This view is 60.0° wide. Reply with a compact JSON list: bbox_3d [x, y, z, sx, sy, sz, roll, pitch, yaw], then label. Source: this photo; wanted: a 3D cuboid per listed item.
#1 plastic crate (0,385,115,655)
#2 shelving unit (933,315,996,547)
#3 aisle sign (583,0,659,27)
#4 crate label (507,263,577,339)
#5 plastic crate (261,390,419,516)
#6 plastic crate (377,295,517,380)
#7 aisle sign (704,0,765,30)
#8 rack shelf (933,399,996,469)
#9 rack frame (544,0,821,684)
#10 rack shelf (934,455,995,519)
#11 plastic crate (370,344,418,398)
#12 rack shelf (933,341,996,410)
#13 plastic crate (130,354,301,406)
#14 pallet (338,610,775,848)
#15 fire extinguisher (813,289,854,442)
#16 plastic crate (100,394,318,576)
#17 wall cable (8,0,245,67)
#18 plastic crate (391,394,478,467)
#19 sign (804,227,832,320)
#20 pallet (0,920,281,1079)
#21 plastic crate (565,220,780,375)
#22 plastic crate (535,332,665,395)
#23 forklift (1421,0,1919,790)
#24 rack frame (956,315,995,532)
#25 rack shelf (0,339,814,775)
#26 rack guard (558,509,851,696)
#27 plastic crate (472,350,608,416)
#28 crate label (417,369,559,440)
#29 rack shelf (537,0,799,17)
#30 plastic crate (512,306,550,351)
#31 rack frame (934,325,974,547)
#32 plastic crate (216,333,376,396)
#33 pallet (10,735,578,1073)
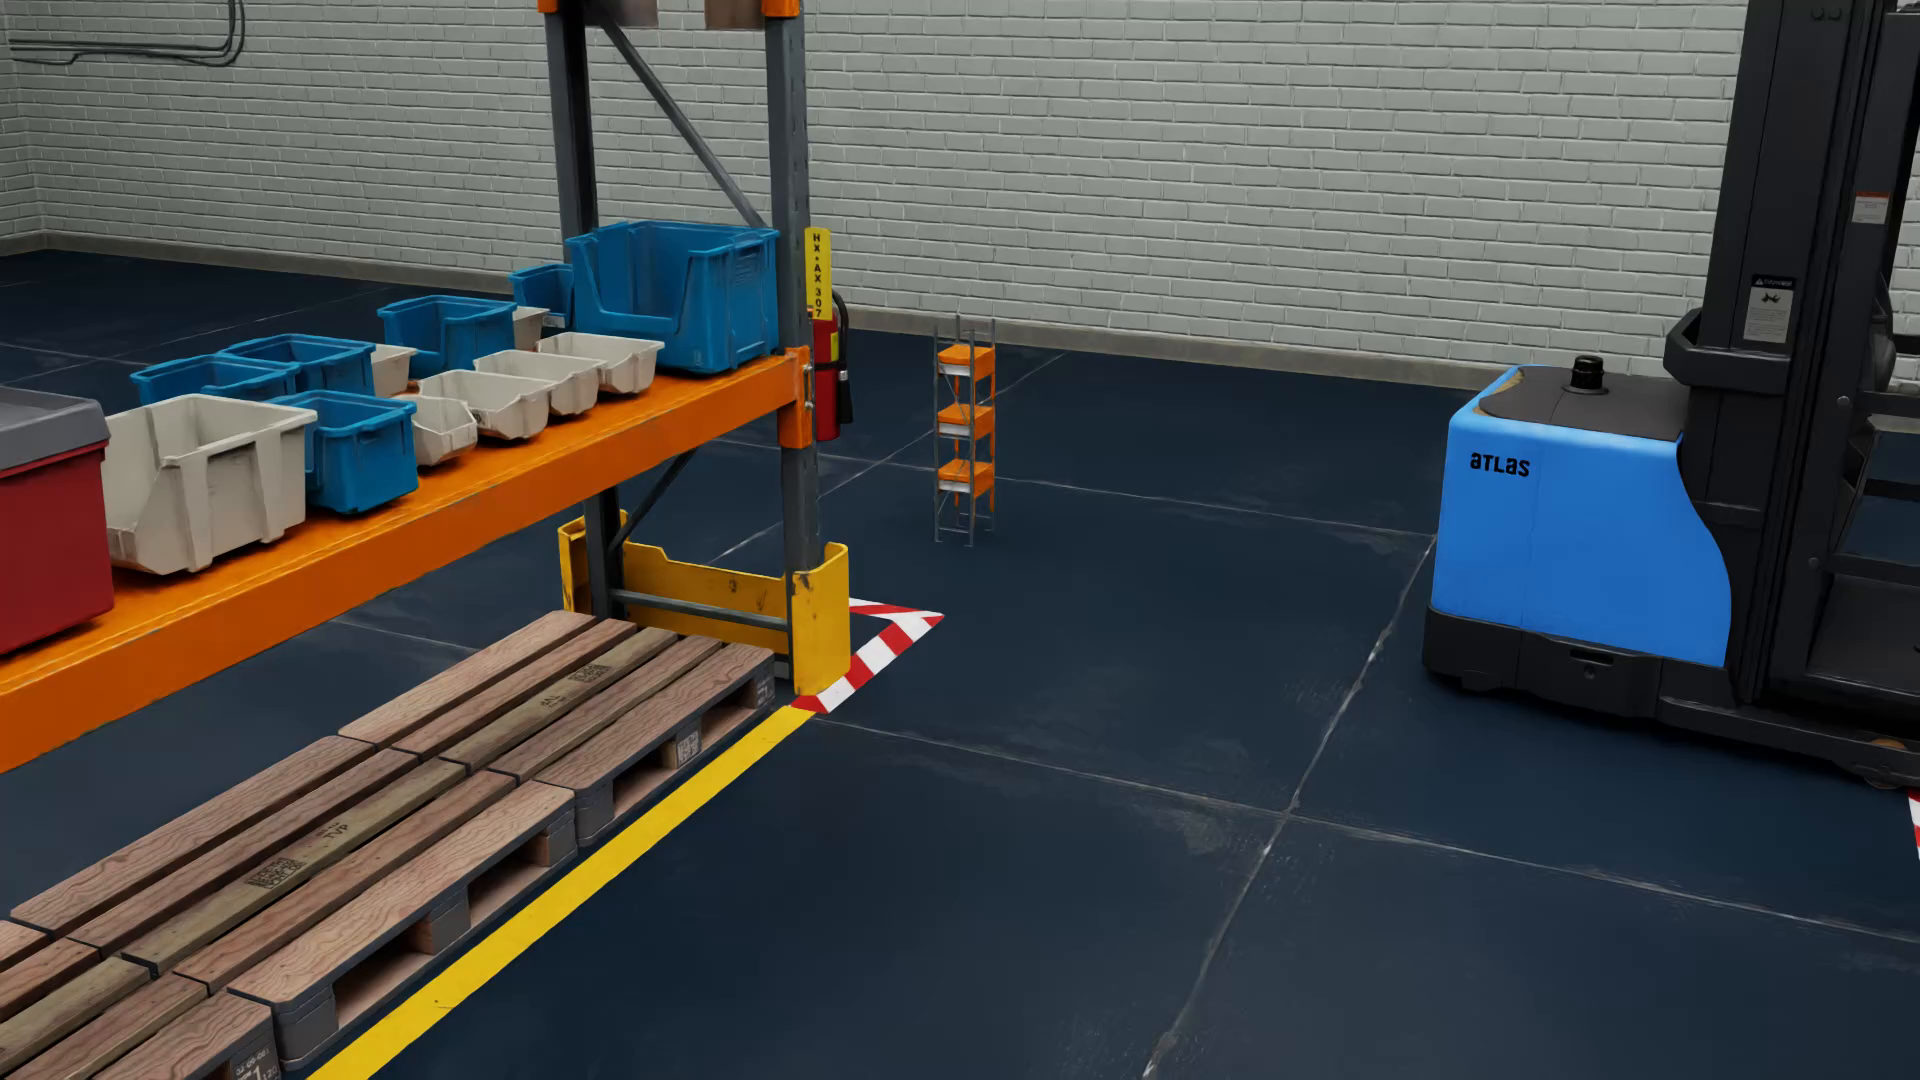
[{"bbox_3d":[-2.054,-0.012,3.342,0.402,0.464,0.583,9,21,23],"label":"plastic crate"},{"bbox_3d":[0.022,-0.511,7.839,0.215,1.050,0.252,9,21,23],"label":"shelving unit"},{"bbox_3d":[-1.252,-2.226,5.871,0.394,0.787,0.004,9,21,23],"label":"aisle sign"},{"bbox_3d":[-1.412,-0.857,6.063,0.416,0.233,0.303,9,21,23],"label":"crate label"},{"bbox_3d":[-1.618,-0.225,4.284,0.416,0.233,0.300,9,21,23],"label":"plastic crate"},{"bbox_3d":[-1.682,-0.656,5.497,0.416,0.233,0.300,9,21,23],"label":"plastic crate"},{"bbox_3d":[-0.714,-2.145,5.644,0.394,0.787,0.004,9,21,23],"label":"aisle sign"},{"bbox_3d":[0.022,-0.501,7.842,0.215,0.259,0.240,9,21,23],"label":"rack shelf"},{"bbox_3d":[-1.011,-0.938,6.130,1.000,3.000,0.127,9,21,23],"label":"rack frame"},{"bbox_3d":[0.022,-0.239,7.936,0.215,0.259,0.240,9,21,23],"label":"rack shelf"},{"bbox_3d":[-1.897,-0.518,5.252,0.250,0.136,0.298,9,21,23],"label":"plastic crate"},{"bbox_3d":[0.022,-0.768,7.747,0.215,0.259,0.240,9,21,23],"label":"rack shelf"},{"bbox_3d":[-2.074,-0.363,4.673,0.416,0.233,0.300,9,21,23],"label":"plastic crate"},{"bbox_3d":[-1.384,0.622,5.904,1.003,0.211,1.213,9,21,23],"label":"pallet"},{"bbox_3d":[-0.534,-0.710,6.160,0.296,0.674,0.183,9,21,23],"label":"fire extinguisher"},{"bbox_3d":[-1.855,-0.129,3.943,0.437,0.282,0.530,9,21,23],"label":"plastic crate"},{"bbox_3d":[-7.407,-5.341,14.192,3.097,2.526,0.112,9,21,23],"label":"wall cable"},{"bbox_3d":[-1.507,-0.300,4.640,0.298,0.136,0.250,9,21,23],"label":"plastic crate"},{"bbox_3d":[-0.502,-0.945,5.905,0.100,0.325,0.005,9,21,23],"label":"sign"},{"bbox_3d":[-2.383,1.368,3.806,1.003,0.211,1.213,9,21,23],"label":"pallet"},{"bbox_3d":[-0.978,-0.855,5.754,0.616,0.435,0.499,9,21,23],"label":"plastic crate"},{"bbox_3d":[-1.180,-0.568,5.394,0.396,0.136,0.243,9,21,23],"label":"plastic crate"},{"bbox_3d":[3.309,-0.710,5.592,3.031,2.935,1.130,11,23,29],"label":"forklift"},{"bbox_3d":[0.072,-0.548,7.944,0.200,1.050,0.008,9,21,23],"label":"rack frame"},{"bbox_3d":[-1.830,0.012,4.532,1.077,0.370,4.000,9,21,23],"label":"rack shelf"},{"bbox_3d":[-1.013,0.230,6.575,1.175,0.500,0.348,9,21,23],"label":"rack guard"},{"bbox_3d":[-1.311,-0.481,5.150,0.396,0.136,0.243,9,21,23],"label":"plastic crate"},{"bbox_3d":[-1.403,-0.393,4.901,0.396,0.136,0.243,9,21,23],"label":"crate label"},{"bbox_3d":[-1.830,-1.401,4.029,1.077,0.370,4.000,9,21,23],"label":"rack shelf"},{"bbox_3d":[-1.619,-0.725,5.835,0.250,0.136,0.298,9,21,23],"label":"plastic crate"},{"bbox_3d":[-0.028,-0.474,7.734,0.200,1.050,0.008,9,21,23],"label":"rack frame"},{"bbox_3d":[-1.951,-0.455,4.931,0.416,0.233,0.300,9,21,23],"label":"plastic crate"},{"bbox_3d":[-1.885,0.994,4.859,1.003,0.211,1.213,9,21,23],"label":"pallet"}]
